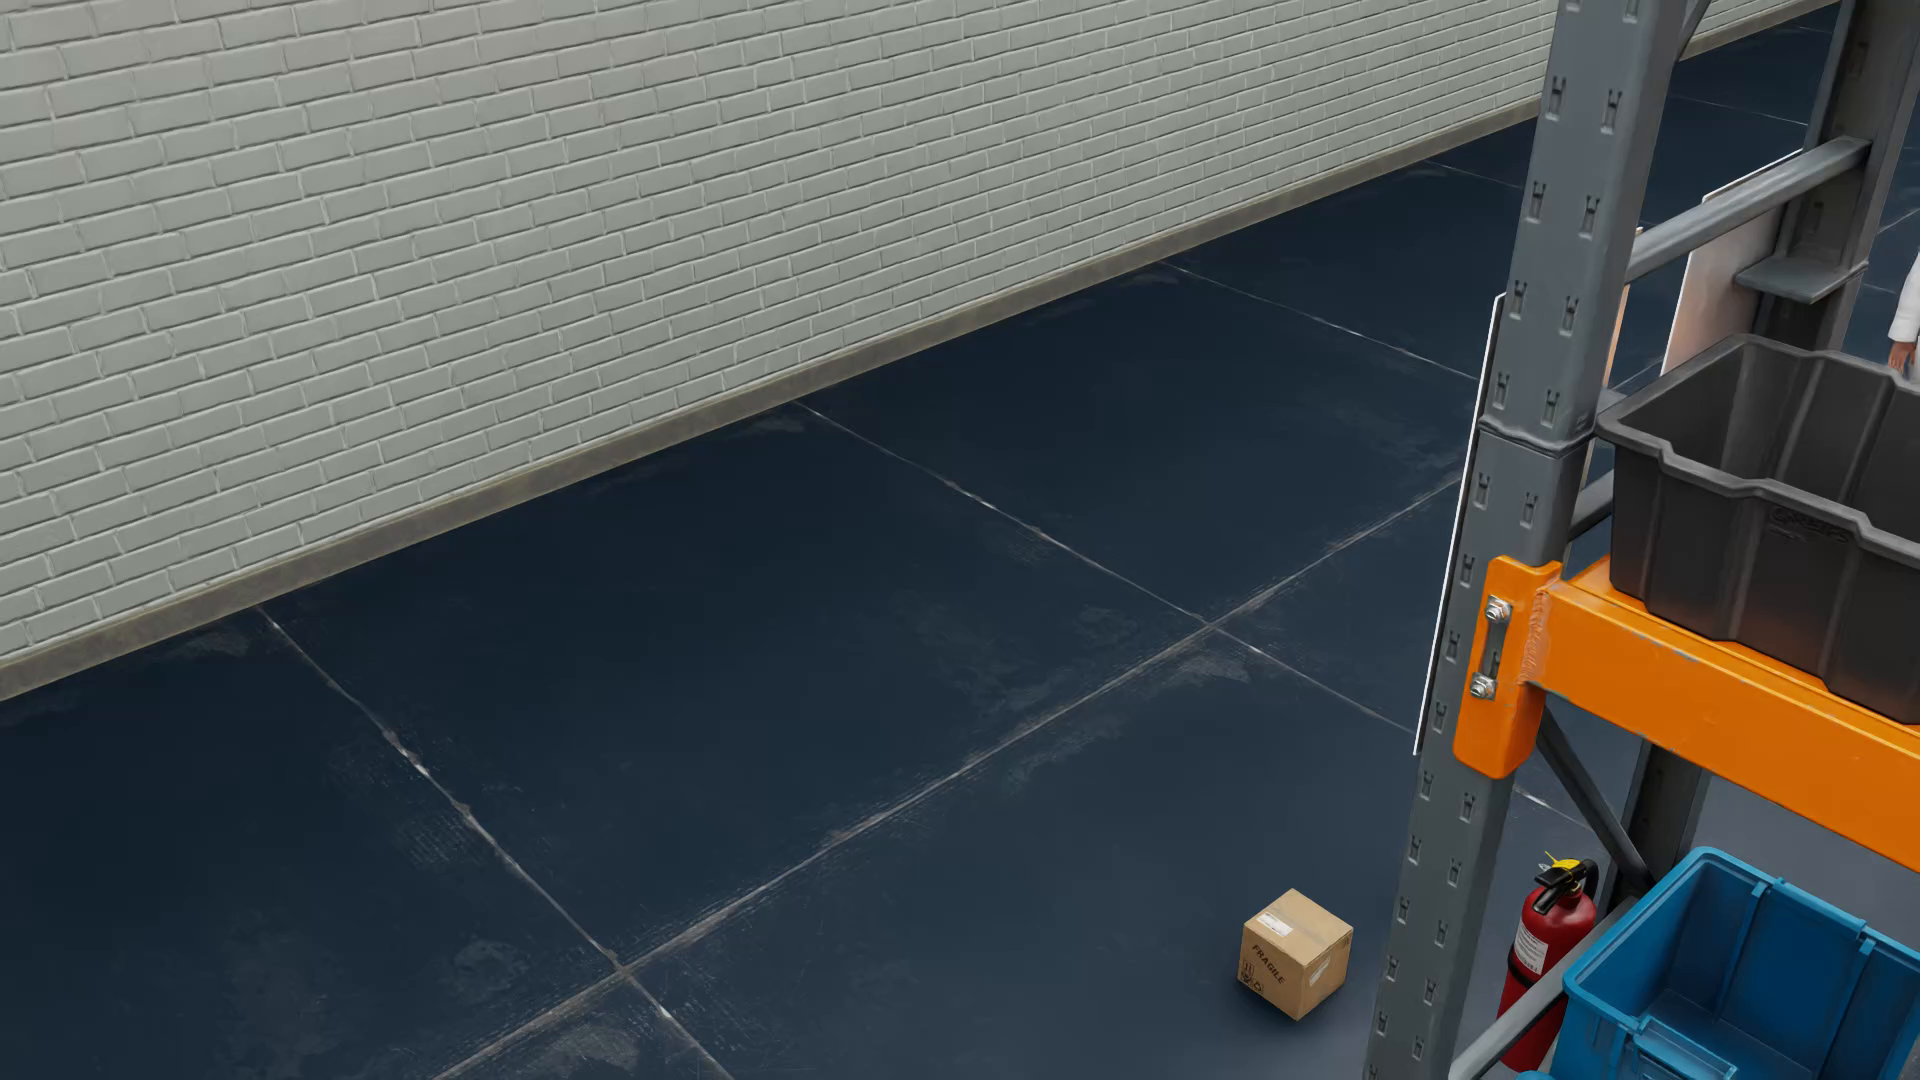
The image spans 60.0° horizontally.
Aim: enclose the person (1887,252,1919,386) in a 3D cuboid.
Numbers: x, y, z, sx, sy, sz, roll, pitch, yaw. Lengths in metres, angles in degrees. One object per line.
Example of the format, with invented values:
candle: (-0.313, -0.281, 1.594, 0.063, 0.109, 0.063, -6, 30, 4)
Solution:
person: (4.634, -0.891, 7.576, 0.989, 1.741, 0.574, -18, 36, -27)
